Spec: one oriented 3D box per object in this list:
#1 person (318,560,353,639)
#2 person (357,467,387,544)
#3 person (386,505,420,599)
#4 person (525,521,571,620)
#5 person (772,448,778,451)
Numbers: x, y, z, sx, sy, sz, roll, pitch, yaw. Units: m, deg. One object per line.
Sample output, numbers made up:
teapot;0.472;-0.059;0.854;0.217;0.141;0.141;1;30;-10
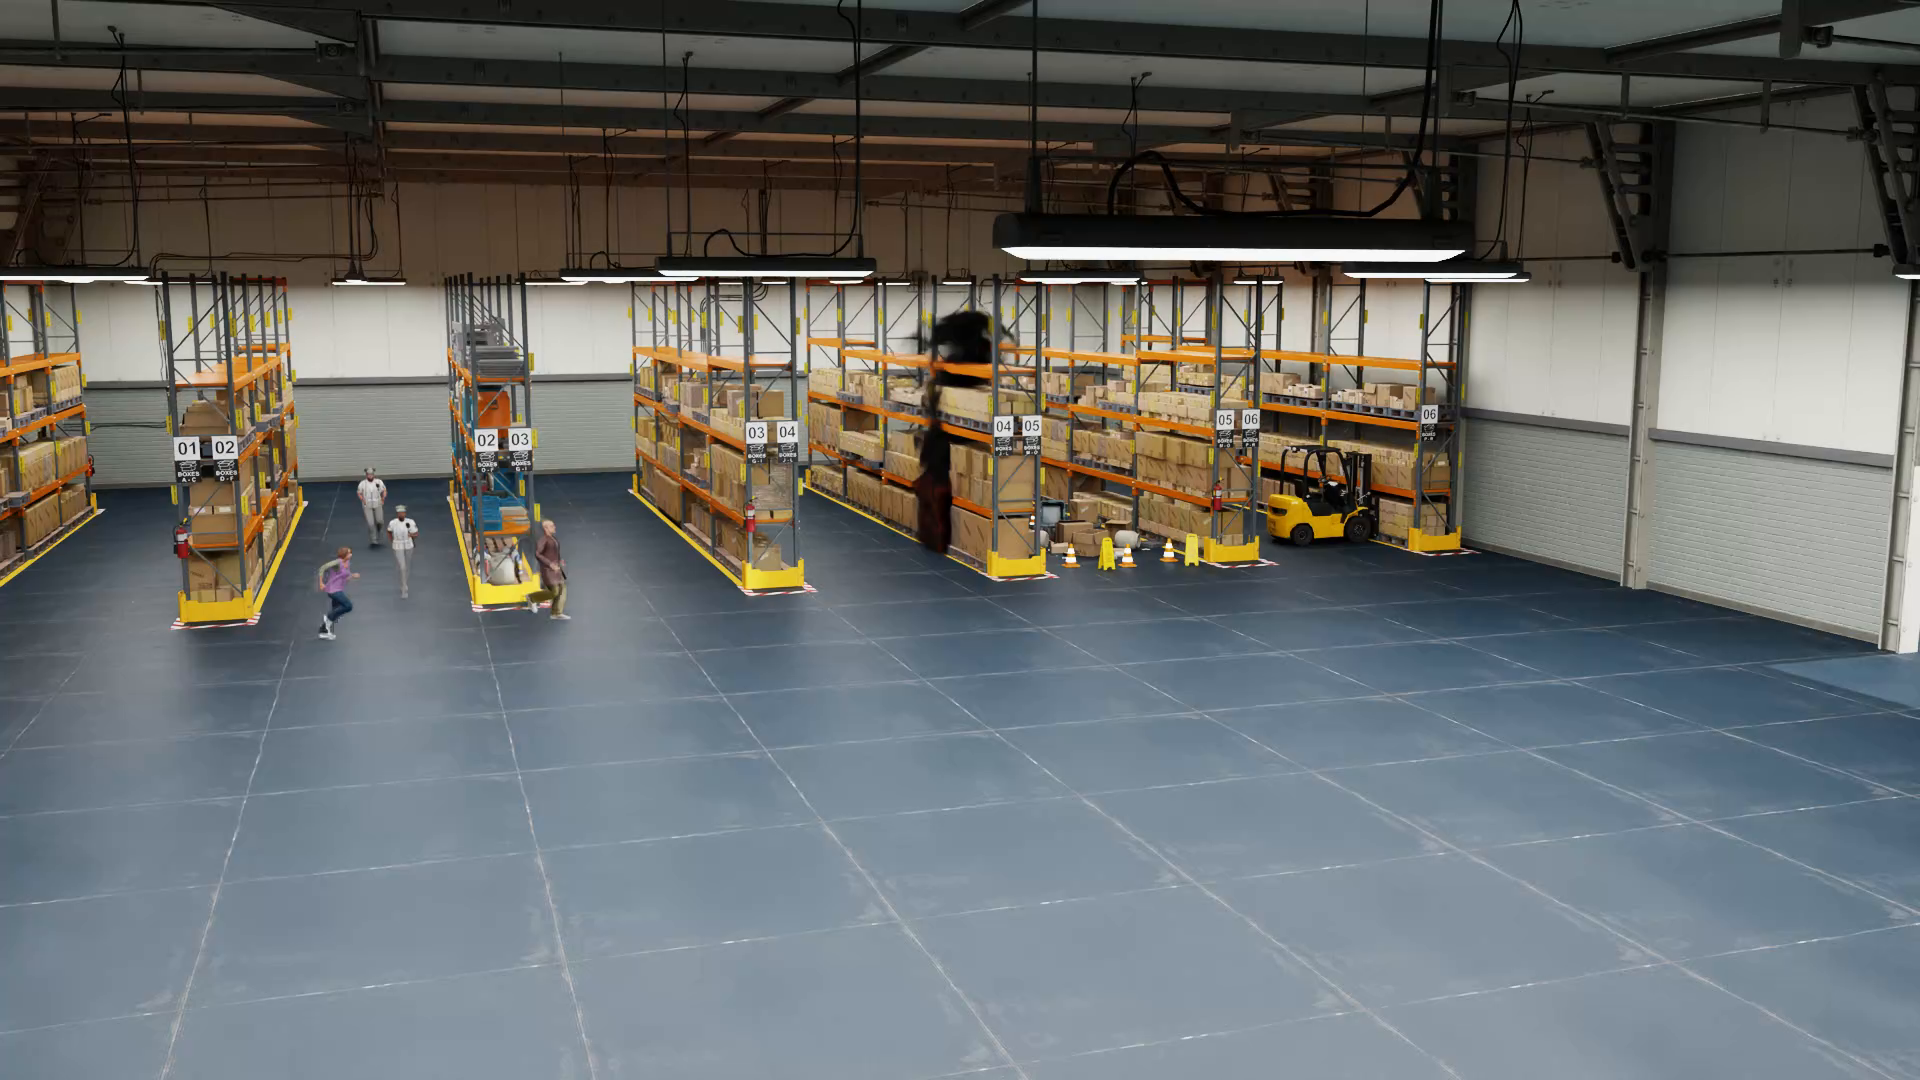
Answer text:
person;-10.278;0.965;27.340;0.591;1.321;0.525;0;9;-2
person;-13.198;-0.772;37.375;0.638;1.737;0.586;-3;9;-20
person;-10.437;0.197;31.234;0.553;1.753;0.799;-5;10;-28
person;-7.119;0.527;28.904;0.727;1.742;0.716;1;9;8
person;-5.424;-2.276;47.411;0.722;1.801;0.740;1;9;3
